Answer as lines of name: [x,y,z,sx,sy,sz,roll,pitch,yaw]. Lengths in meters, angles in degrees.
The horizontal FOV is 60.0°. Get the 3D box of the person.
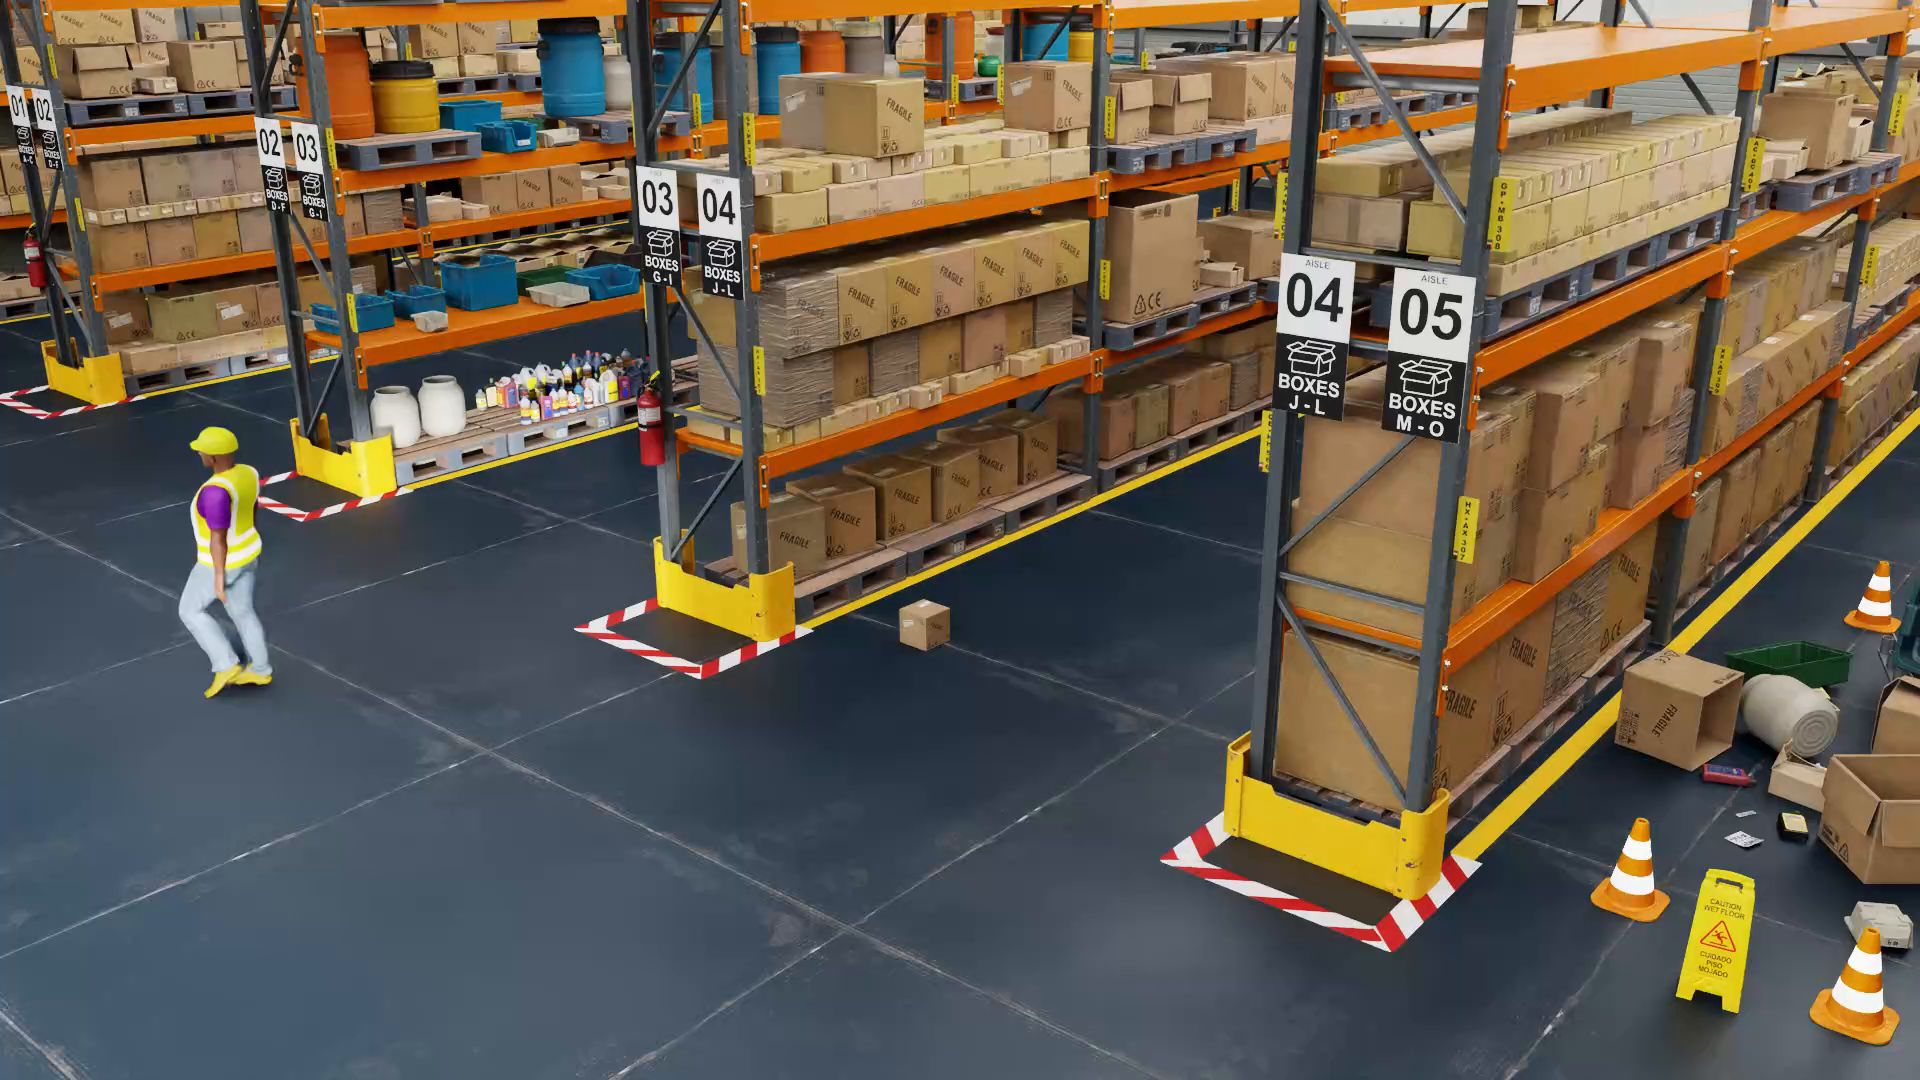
person: [-4.732,0.131,10.678,0.513,1.790,0.626,3,20,8]
